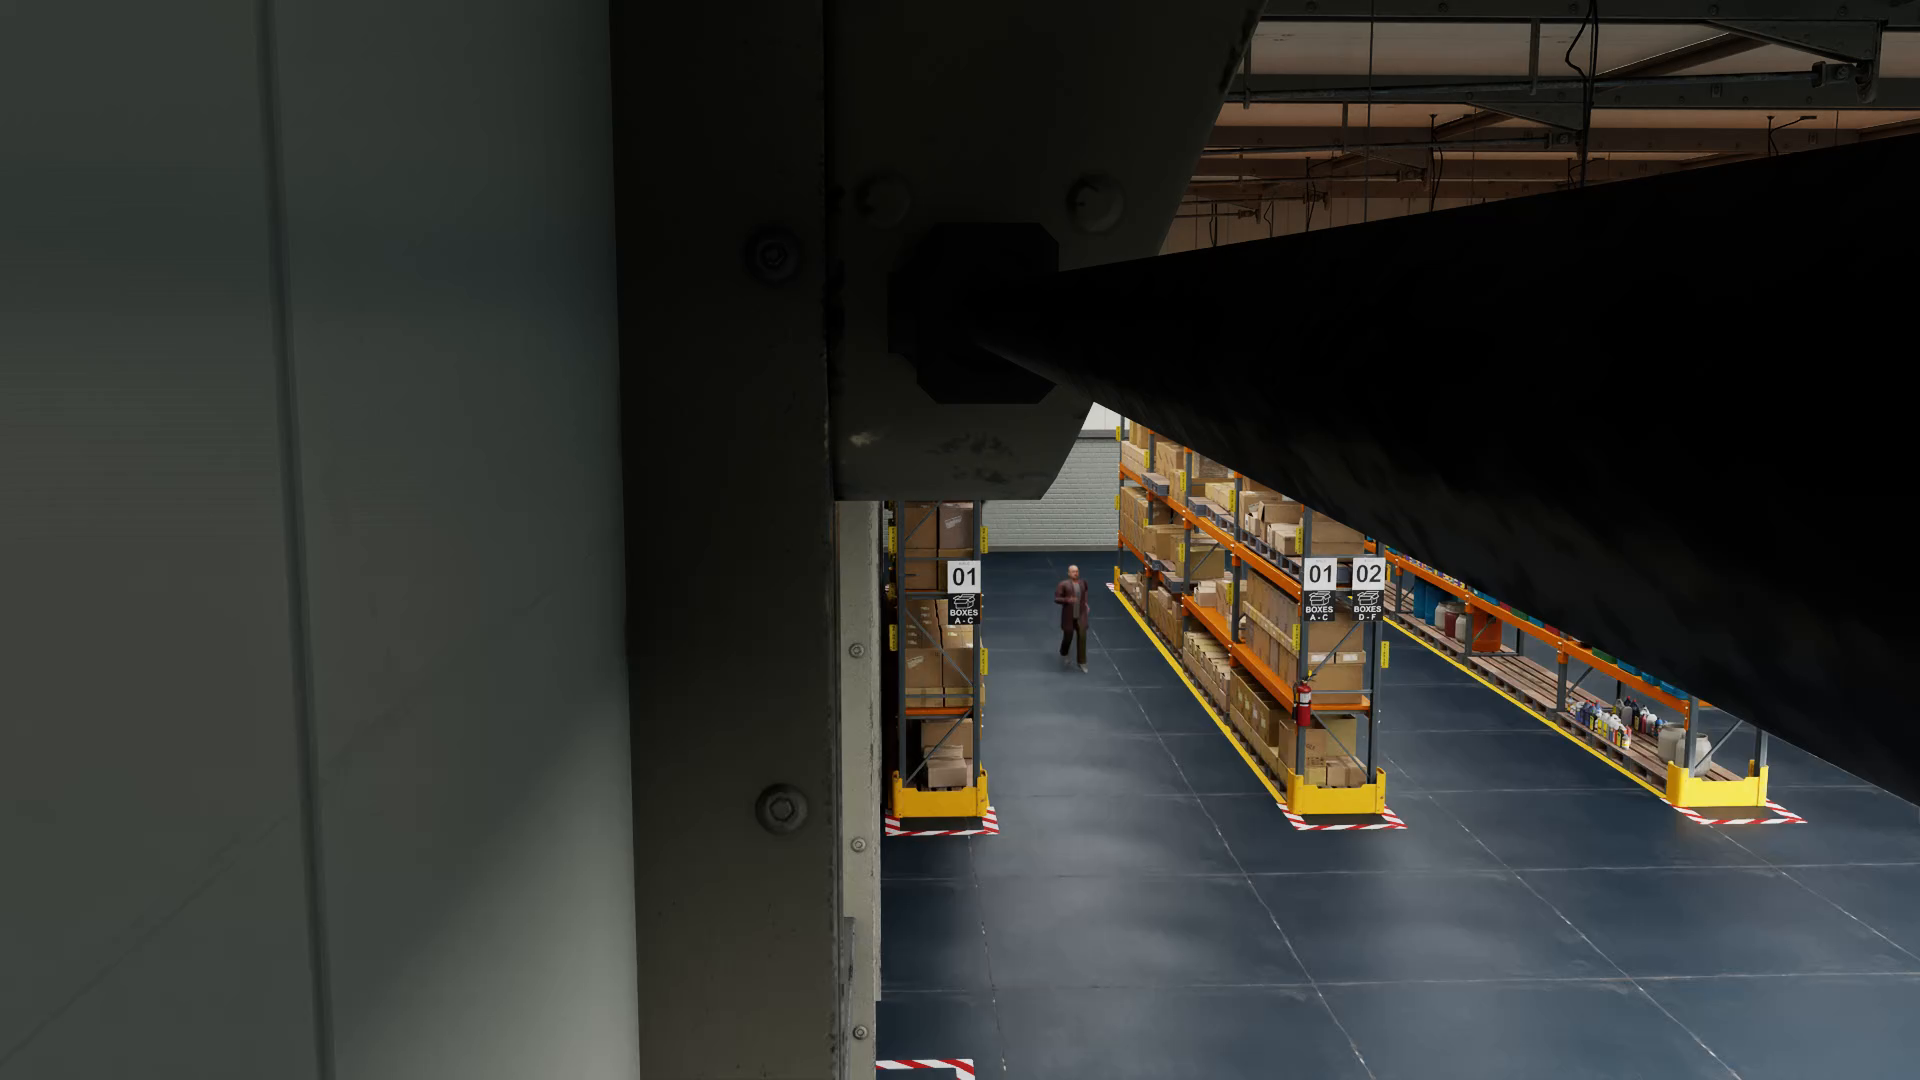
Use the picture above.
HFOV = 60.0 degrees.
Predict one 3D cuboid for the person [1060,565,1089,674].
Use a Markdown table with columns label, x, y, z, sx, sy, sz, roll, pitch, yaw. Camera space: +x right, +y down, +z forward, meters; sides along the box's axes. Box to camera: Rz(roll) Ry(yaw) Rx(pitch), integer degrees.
| label | x | y | z | sx | sy | sz | roll | pitch | yaw |
| --- | --- | --- | --- | --- | --- | --- | --- | --- | --- |
| person | 1.942 | 1.325 | 28.527 | 0.661 | 1.804 | 0.981 | -2 | 8 | -14 |
